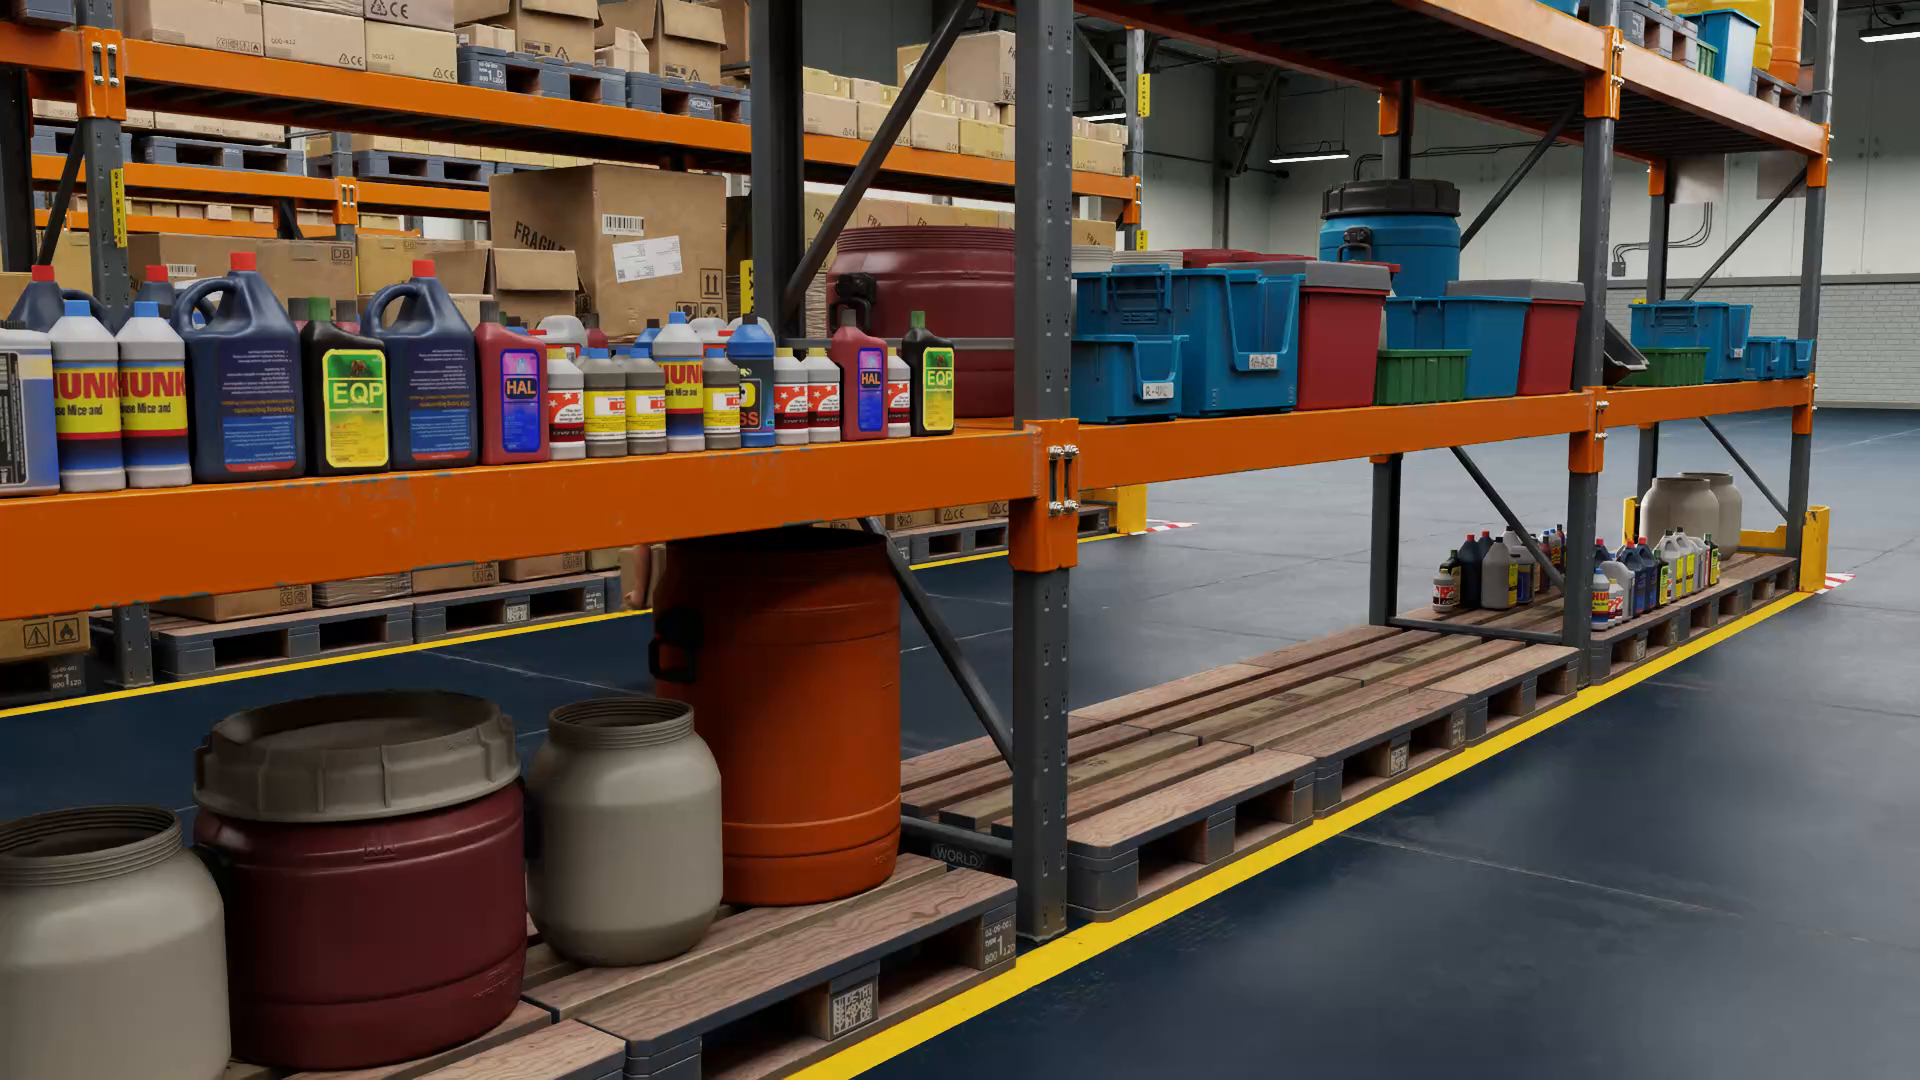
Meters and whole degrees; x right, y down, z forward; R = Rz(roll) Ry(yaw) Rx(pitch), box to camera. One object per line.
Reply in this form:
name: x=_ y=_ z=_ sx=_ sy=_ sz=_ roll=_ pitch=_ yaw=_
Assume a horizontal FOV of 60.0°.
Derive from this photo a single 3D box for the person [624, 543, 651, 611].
person: x=-1.188 y=0.095 z=7.157 sx=0.865 sy=1.158 sz=0.415 roll=5 pitch=8 yaw=37
